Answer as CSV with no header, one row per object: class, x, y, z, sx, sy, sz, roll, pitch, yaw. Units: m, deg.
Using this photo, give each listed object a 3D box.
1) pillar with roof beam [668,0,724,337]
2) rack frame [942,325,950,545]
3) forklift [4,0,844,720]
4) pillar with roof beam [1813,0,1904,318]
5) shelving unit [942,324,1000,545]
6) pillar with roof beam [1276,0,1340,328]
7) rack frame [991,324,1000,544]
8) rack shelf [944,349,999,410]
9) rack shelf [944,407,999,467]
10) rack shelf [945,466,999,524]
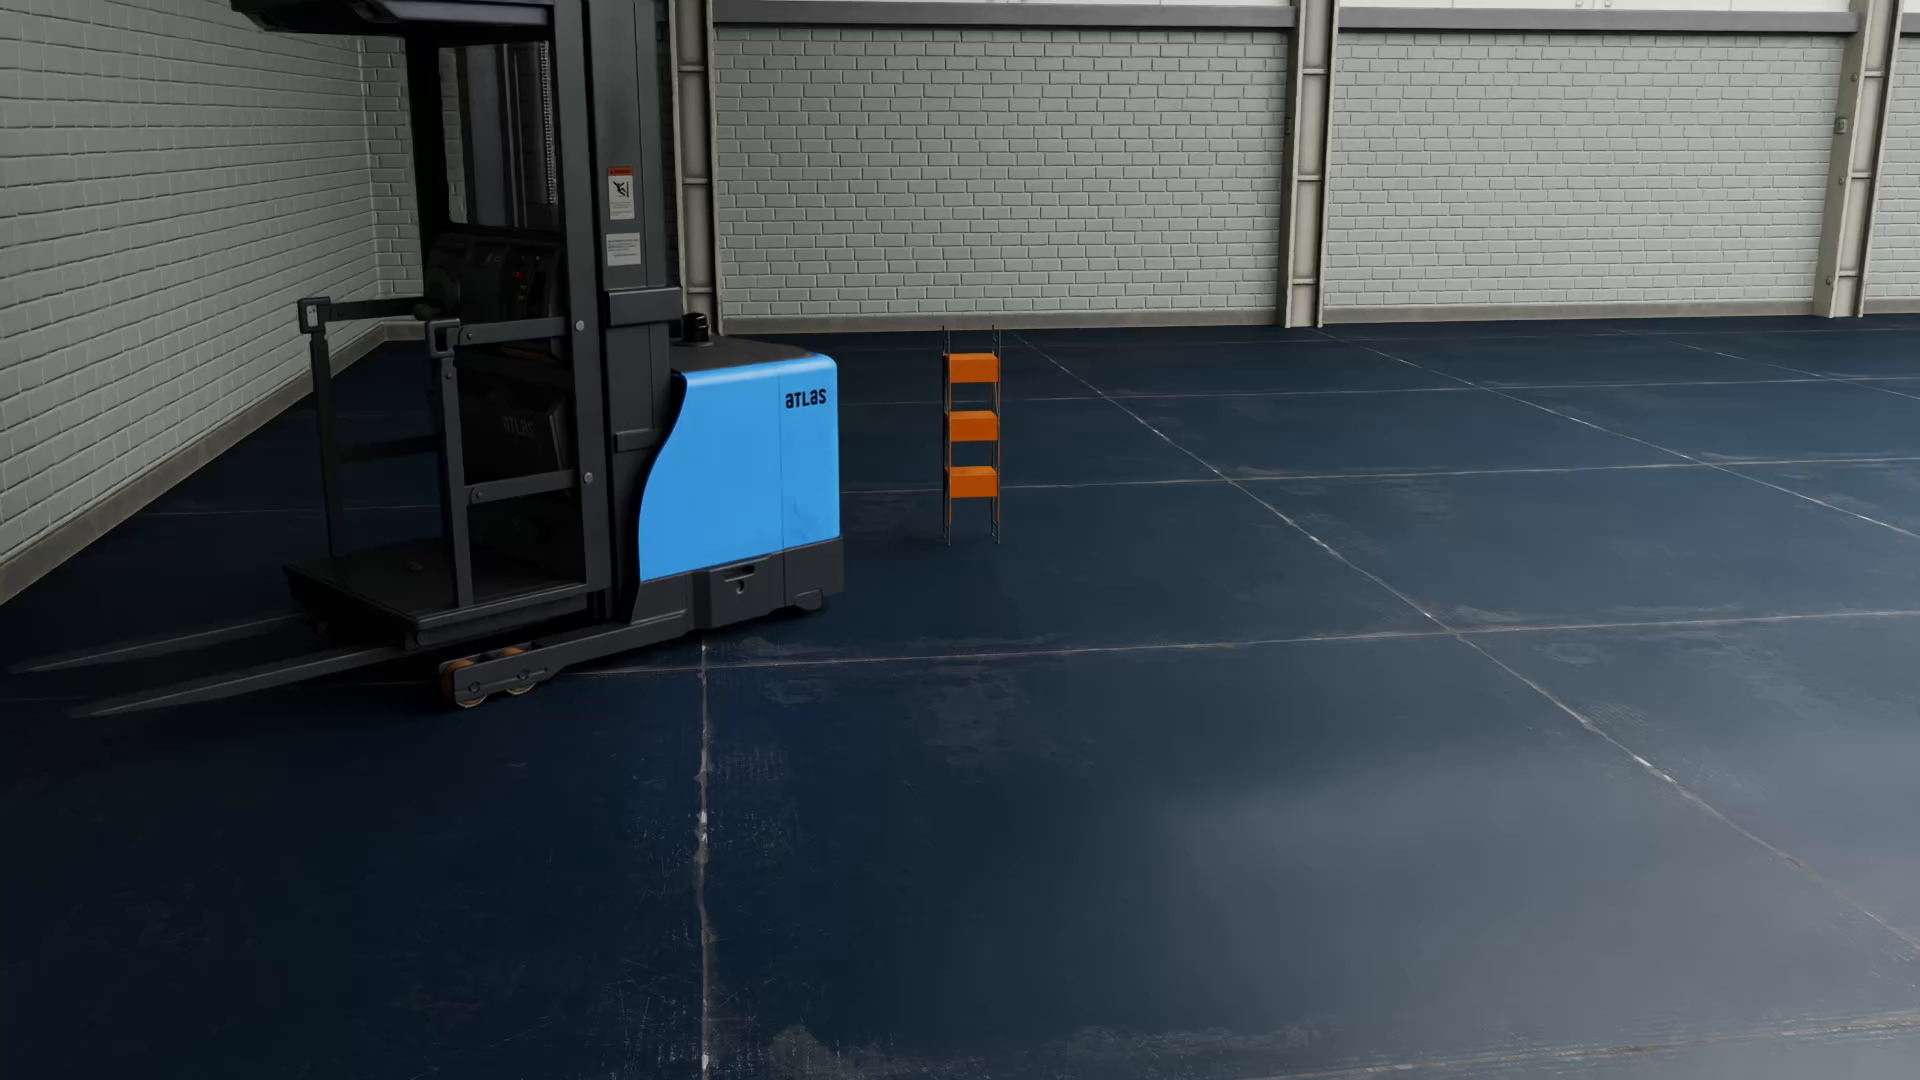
pillar with roof beam,-1.844,-5.295,10.836,0.400,9.000,9.100,-2,14,-8
rack frame,-0.068,-0.507,8.084,0.008,1.050,0.200,-2,14,-8
forklift,-1.895,-0.972,6.073,3.031,2.935,1.130,-14,19,-43
pillar with roof beam,10.022,-5.730,12.570,0.400,9.000,9.100,-2,14,-8
shelving unit,0.053,-0.511,8.102,0.252,1.050,0.215,-2,14,-8
pillar with roof beam,4.089,-5.512,11.703,0.400,9.000,9.100,-2,14,-8
rack frame,0.174,-0.516,8.119,0.008,1.050,0.200,-2,14,-8
rack shelf,0.053,-0.776,8.035,0.240,0.259,0.215,-2,14,-8
rack shelf,0.053,-0.501,8.104,0.240,0.259,0.215,-2,14,-8
rack shelf,0.053,-0.231,8.172,0.240,0.259,0.215,-2,14,-8
